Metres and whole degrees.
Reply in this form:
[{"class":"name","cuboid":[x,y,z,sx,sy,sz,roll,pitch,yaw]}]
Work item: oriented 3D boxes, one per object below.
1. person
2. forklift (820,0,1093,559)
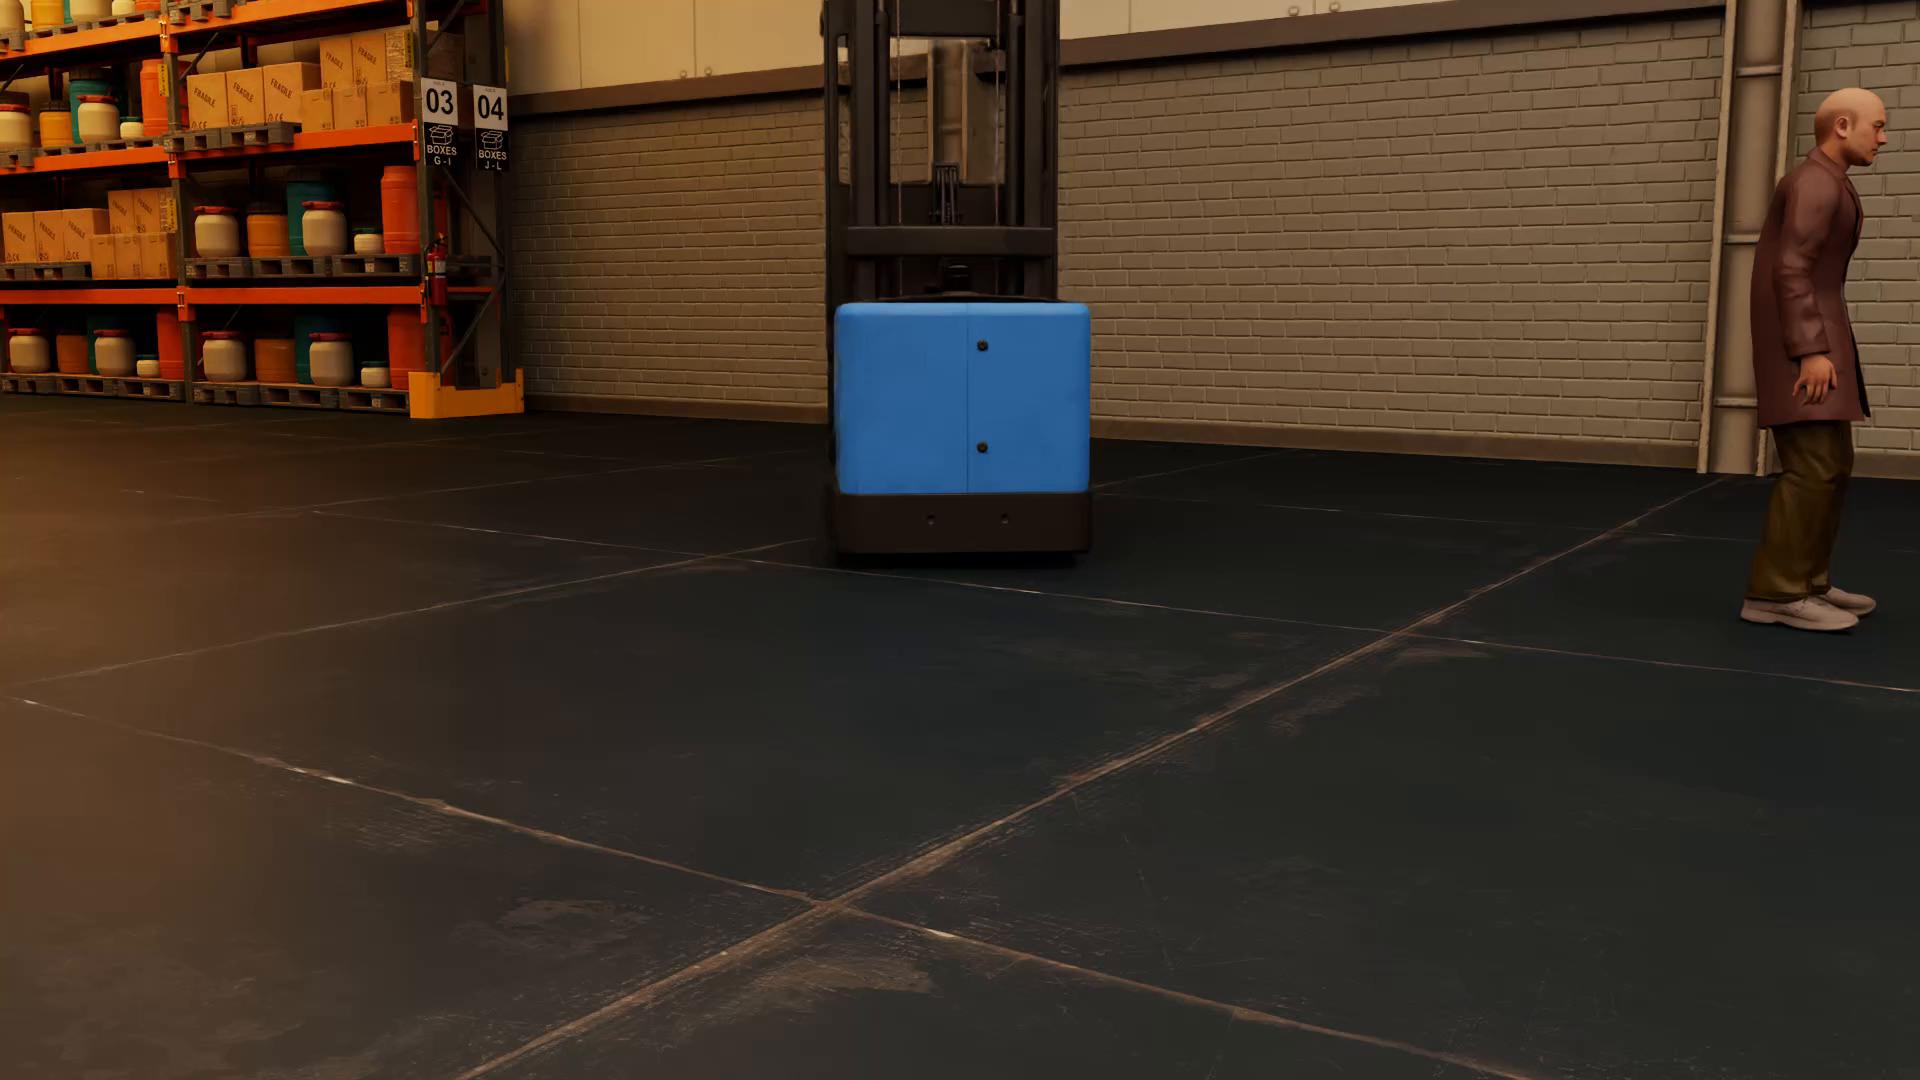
[{"class":"person","cuboid":[2.886,-0.609,5.597,0.437,1.774,0.644,5,10,33]},{"class":"forklift","cuboid":[-0.112,-1.541,8.029,1.130,2.935,3.031,-1,8,-5]}]
